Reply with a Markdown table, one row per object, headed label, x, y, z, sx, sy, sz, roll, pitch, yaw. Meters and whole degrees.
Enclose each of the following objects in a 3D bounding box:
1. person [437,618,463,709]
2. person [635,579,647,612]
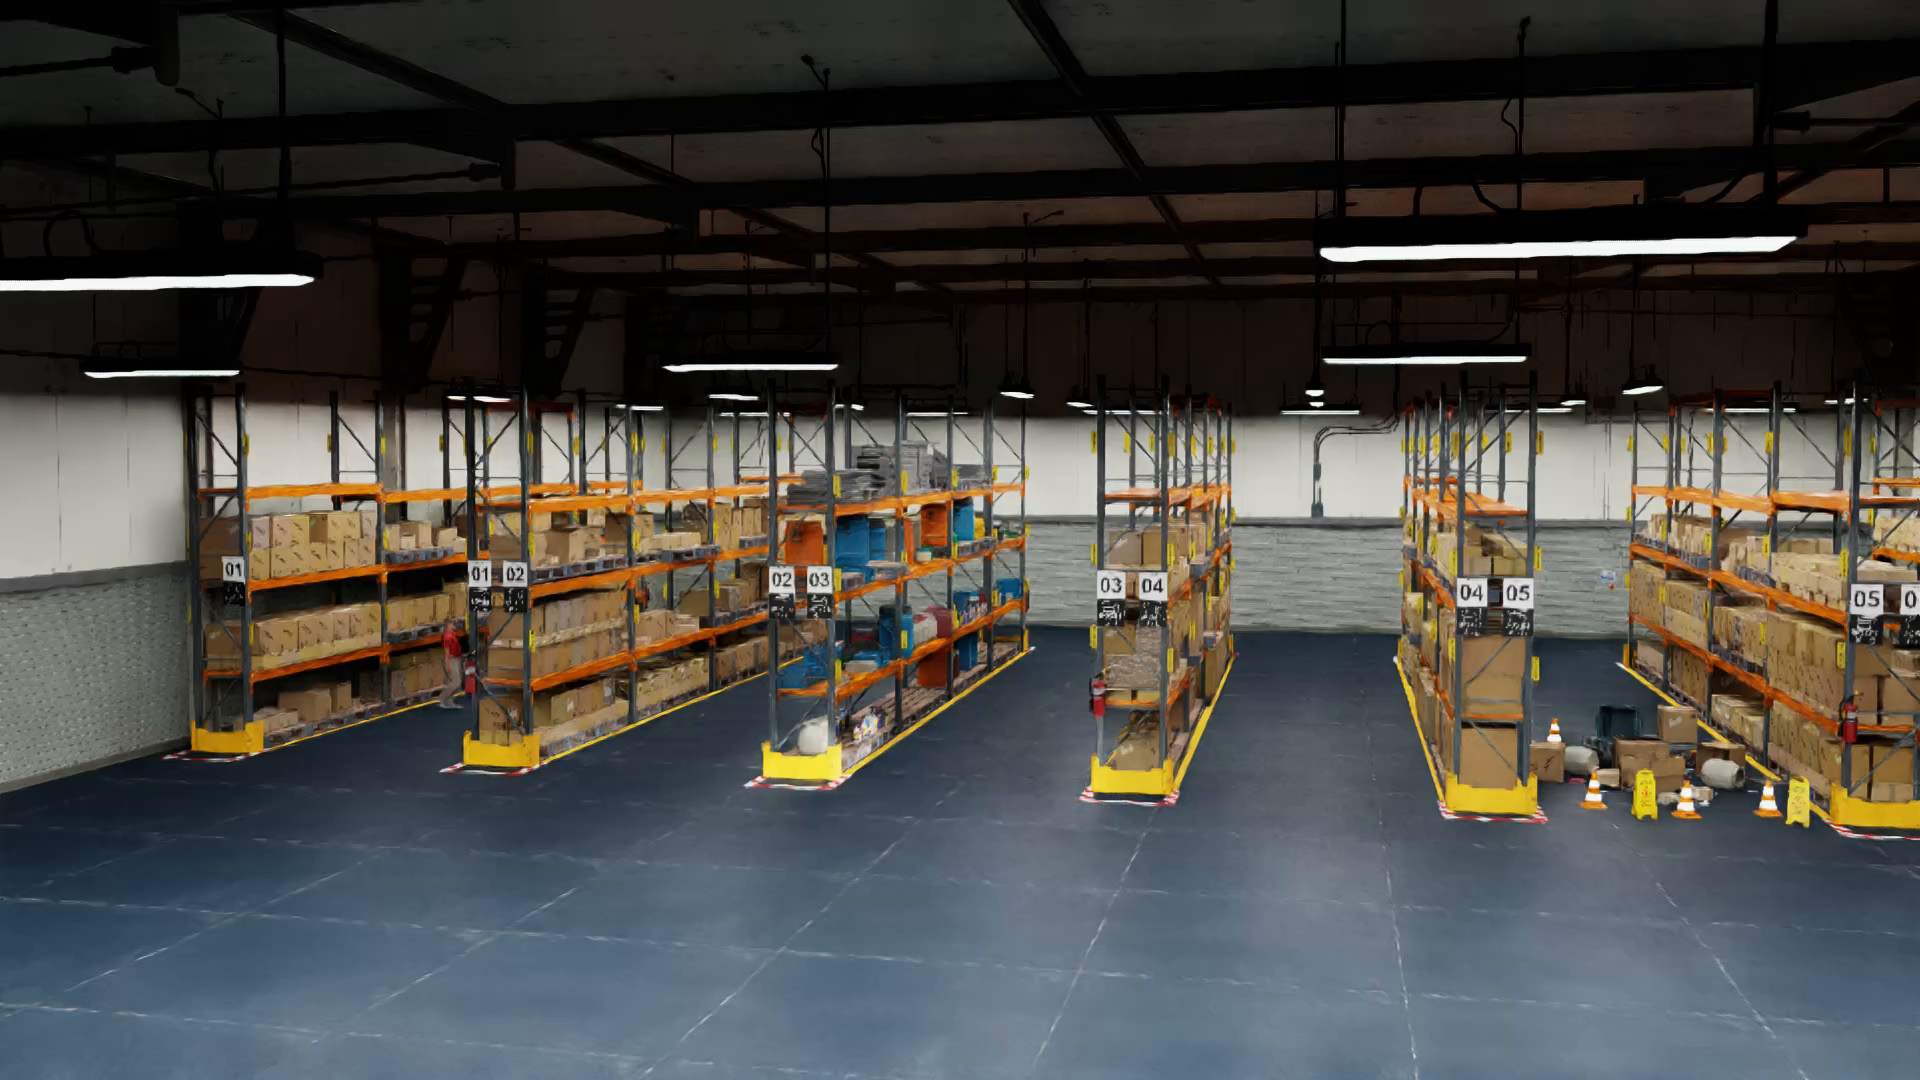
| label | x | y | z | sx | sy | sz | roll | pitch | yaw |
| --- | --- | --- | --- | --- | --- | --- | --- | --- | --- |
| person | -9.649 | 2.343 | 31.413 | 0.459 | 1.725 | 0.578 | -1 | 3 | -13 |
| person | -8.485 | 1.608 | 43.826 | 0.613 | 1.784 | 0.578 | -3 | 4 | -40 |
